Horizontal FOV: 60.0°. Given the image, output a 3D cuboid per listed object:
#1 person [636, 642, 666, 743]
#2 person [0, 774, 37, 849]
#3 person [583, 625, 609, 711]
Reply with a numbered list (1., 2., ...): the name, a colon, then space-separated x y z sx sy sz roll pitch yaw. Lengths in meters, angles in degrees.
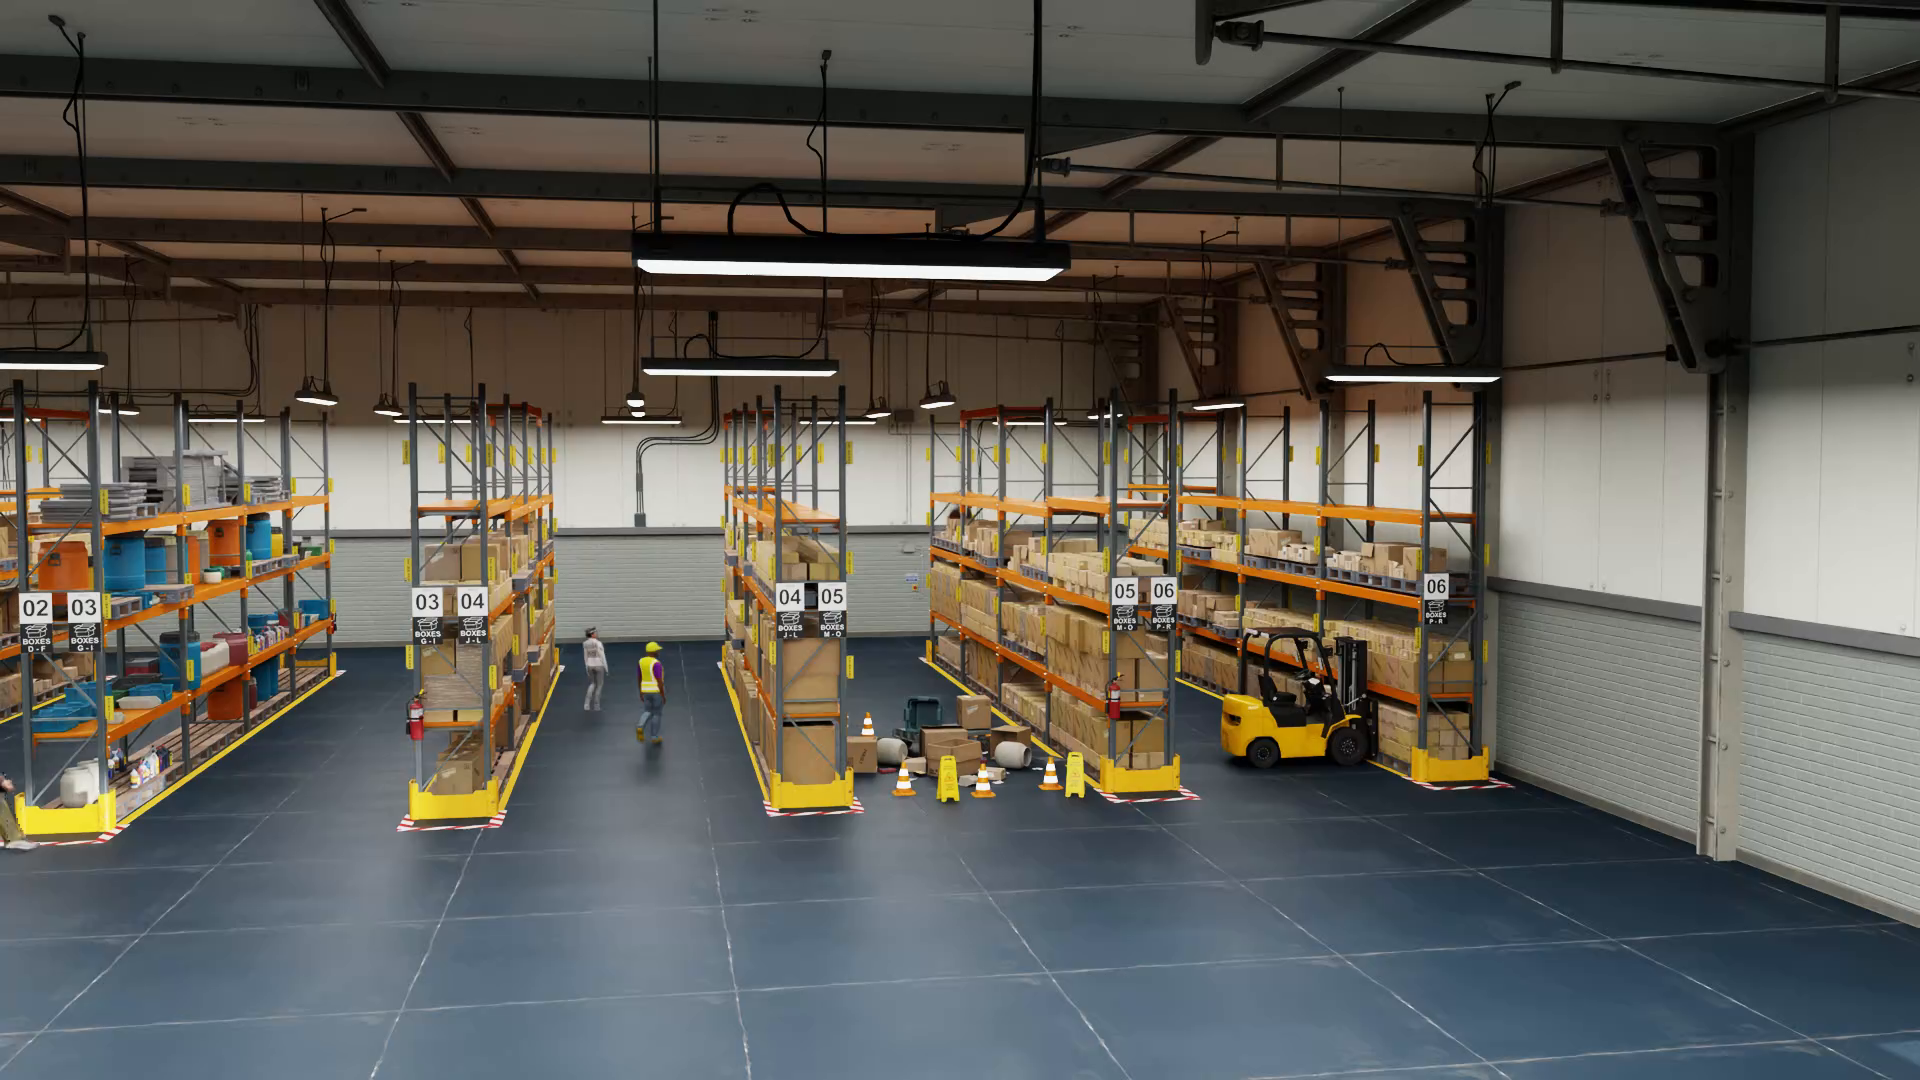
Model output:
1. person: -5.370 2.647 28.841 0.574 1.759 0.602 1 3 24
2. person: -12.100 3.050 20.692 1.003 1.750 0.567 -1 3 -22
3. person: -7.102 2.500 32.490 0.513 1.682 0.421 1 3 23
